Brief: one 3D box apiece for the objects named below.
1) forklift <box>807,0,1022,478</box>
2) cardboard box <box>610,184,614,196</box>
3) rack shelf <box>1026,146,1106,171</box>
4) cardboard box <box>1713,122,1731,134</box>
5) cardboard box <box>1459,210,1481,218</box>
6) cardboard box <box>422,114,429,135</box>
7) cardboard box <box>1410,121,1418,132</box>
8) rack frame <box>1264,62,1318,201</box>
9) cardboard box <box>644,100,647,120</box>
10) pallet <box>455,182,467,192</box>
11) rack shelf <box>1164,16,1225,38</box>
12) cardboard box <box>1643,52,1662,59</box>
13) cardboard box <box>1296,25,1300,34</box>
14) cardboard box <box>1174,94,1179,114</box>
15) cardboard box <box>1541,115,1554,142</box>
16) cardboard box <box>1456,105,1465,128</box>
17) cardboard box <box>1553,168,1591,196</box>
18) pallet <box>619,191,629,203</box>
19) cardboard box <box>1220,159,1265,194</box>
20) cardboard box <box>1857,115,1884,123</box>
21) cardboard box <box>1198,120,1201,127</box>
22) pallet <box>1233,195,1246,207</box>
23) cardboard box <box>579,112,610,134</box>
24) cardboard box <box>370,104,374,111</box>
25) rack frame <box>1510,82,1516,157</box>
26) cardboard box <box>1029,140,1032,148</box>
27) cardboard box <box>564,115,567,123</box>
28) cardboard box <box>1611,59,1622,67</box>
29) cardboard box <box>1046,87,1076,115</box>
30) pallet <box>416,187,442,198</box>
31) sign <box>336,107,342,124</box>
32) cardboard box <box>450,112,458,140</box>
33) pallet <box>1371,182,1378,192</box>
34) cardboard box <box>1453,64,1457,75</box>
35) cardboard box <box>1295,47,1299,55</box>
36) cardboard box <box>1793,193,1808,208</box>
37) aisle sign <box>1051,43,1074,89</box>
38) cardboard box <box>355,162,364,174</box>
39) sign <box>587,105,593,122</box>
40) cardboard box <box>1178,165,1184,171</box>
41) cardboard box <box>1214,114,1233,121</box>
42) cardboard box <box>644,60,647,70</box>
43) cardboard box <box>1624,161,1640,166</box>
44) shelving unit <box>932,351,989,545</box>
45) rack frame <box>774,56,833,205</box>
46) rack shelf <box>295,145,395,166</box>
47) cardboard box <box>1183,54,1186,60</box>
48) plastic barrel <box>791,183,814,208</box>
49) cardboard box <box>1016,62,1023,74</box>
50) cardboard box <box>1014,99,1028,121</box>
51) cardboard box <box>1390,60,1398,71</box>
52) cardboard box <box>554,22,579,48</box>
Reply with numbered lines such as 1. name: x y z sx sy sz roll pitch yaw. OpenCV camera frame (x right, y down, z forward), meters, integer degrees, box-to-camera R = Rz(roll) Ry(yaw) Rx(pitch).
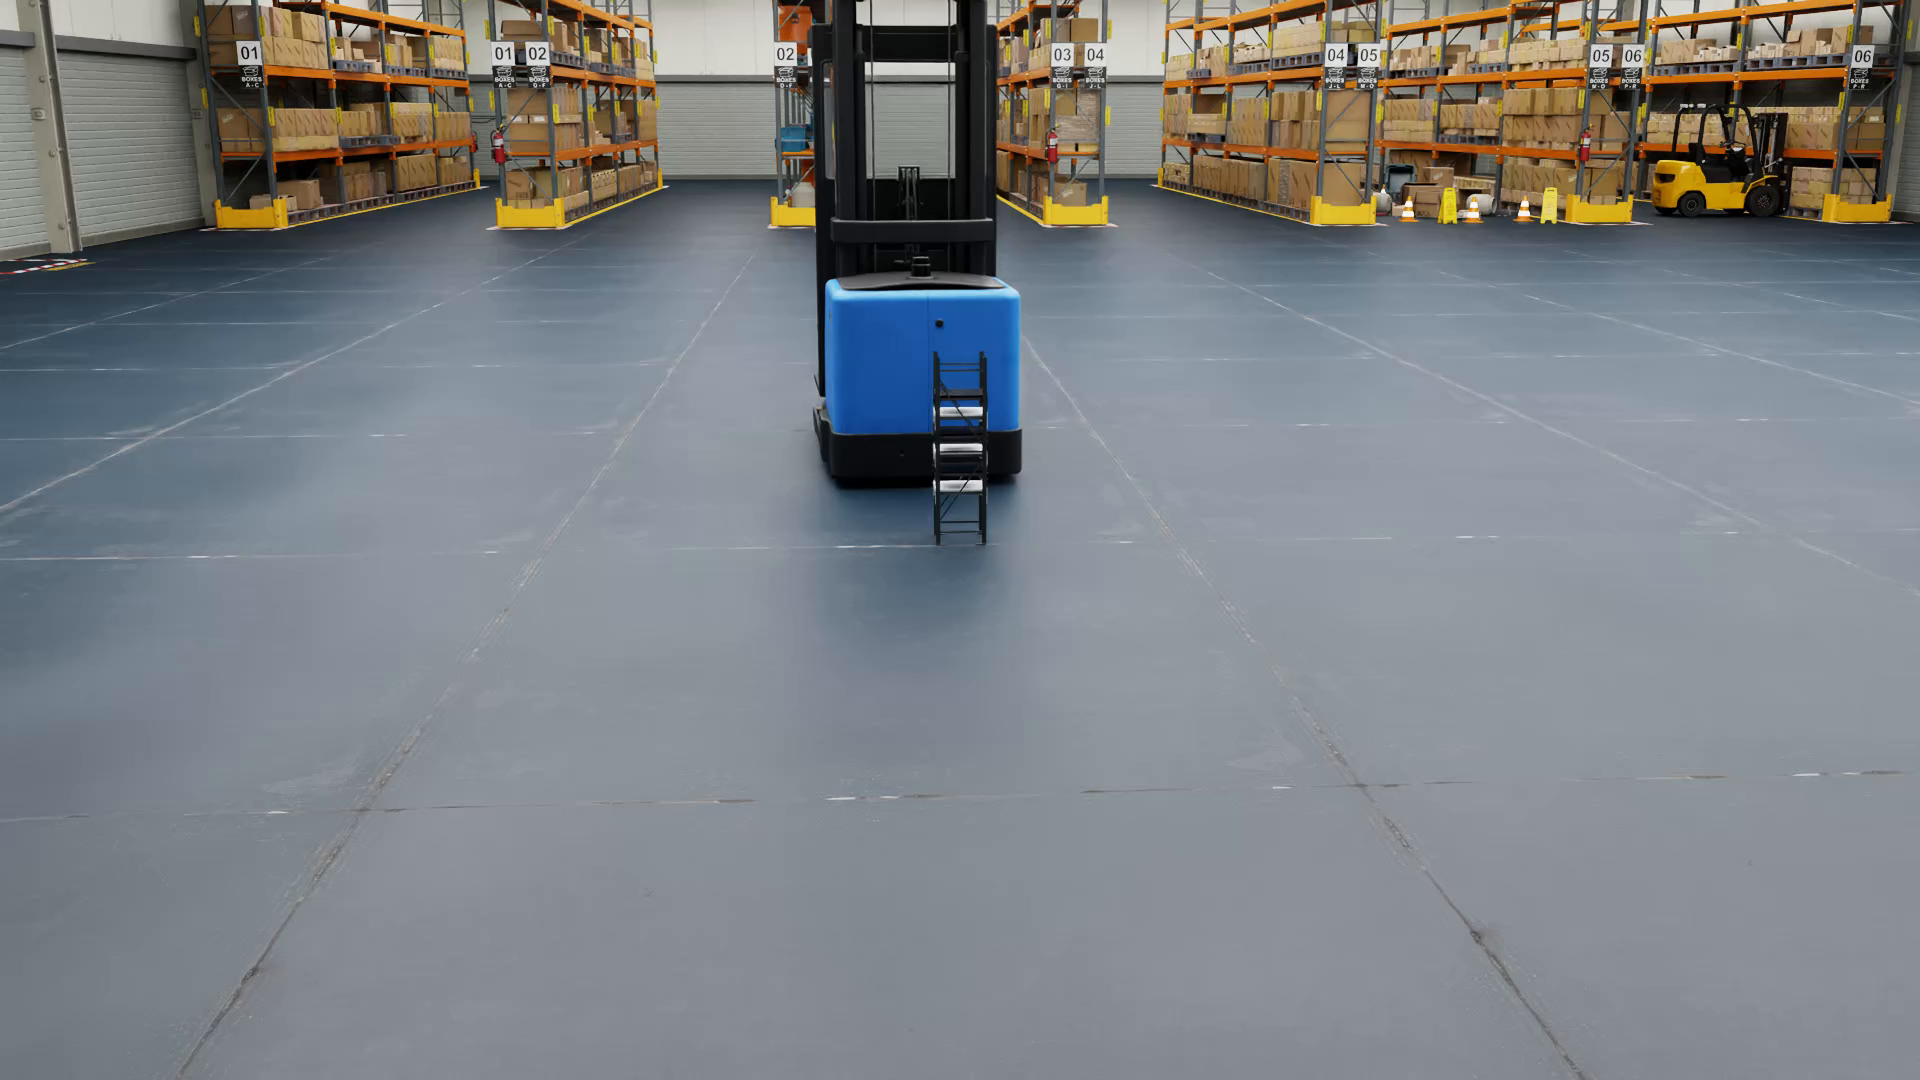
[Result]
1. forklift: -0.356 -2.073 10.202 1.130 2.935 3.031 -2 15 -7
2. cardboard box: -7.935 -7.734 36.741 0.500 0.250 0.500 -1 14 -4
3. rack shelf: 2.013 -7.429 32.323 1.077 0.370 4.000 -1 14 -3
4. cardboard box: 16.448 -8.793 35.479 0.500 0.250 0.500 -1 14 -5
5. cardboard box: 9.930 -6.347 32.395 0.380 0.149 0.250 7 16 26
6. cardboard box: -13.117 -9.999 40.032 0.500 0.500 0.500 -1 14 -3
7. cardboard box: 11.161 -9.963 40.026 0.500 0.250 0.500 -1 14 -5
8. rack frame: 6.846 -8.326 34.367 1.000 3.000 0.127 -1 14 -3
9. cardboard box: -8.306 -11.023 42.640 0.500 0.500 0.500 -1 14 -5
10. pallet: -13.486 -9.179 43.277 1.003 0.211 1.213 -1 14 -3
11. rack shelf: 6.226 -13.368 43.375 1.077 0.370 4.000 -1 14 -3
12. cardboard box: 16.169 -11.298 38.802 0.380 0.149 0.250 0 14 -2
13. cardboard box: 6.639 -9.758 31.773 0.380 0.149 0.250 -1 14 -3
14. cardboard box: 5.948 -11.490 43.858 0.500 0.500 0.500 -1 14 -5
15. cardboard box: 11.665 -8.005 32.322 0.500 0.500 0.500 -1 14 -4
16. cardboard box: 11.408 -9.441 37.061 0.500 0.500 0.500 -1 14 -2
17. cardboard box: 11.718 -6.863 31.851 0.500 0.500 0.500 -1 14 -3
18. pallet: -8.255 -7.953 38.514 1.003 0.211 1.213 -1 14 -3
19. cardboard box: 6.546 -8.282 37.867 1.050 0.750 0.750 -1 14 -4
20. cardboard box: 17.219 -7.961 31.447 0.380 0.149 0.250 -1 14 -5
21. cardboard box: 6.002 -10.110 40.365 0.380 0.149 0.250 -1 14 -4
22. pallet: 6.644 -7.471 36.638 1.003 0.211 1.213 -1 14 -3
23. cardboard box: -8.398 -9.524 37.980 0.700 0.500 0.500 -6 16 -22
24. cardboard box: -13.139 -9.530 36.662 0.380 0.149 0.250 -3 15 -11
25. rack frame: 15.990 -11.490 46.662 1.000 3.000 0.127 -1 14 -3
26. cardboard box: 1.604 -8.033 33.730 0.380 0.149 0.250 -1 14 -3
27. cardboard box: -7.655 -7.974 31.494 0.380 0.149 0.250 -1 14 -3
28. cardboard box: 12.331 -8.851 30.893 0.380 0.149 0.250 -1 14 -3
29. cardboard box: 1.856 -8.090 30.643 0.500 0.500 0.500 -1 14 -3
30. pallet: -13.315 -8.494 40.614 1.003 0.211 1.213 -1 14 -3
31. sign: -12.401 -8.475 33.207 0.100 0.325 0.005 -1 14 -3
32. cardboard box: -13.550 -10.678 42.905 0.980 0.700 0.700 -2 15 -6
33. pallet: 11.315 -9.257 43.581 1.003 0.211 1.213 -1 14 -3
34. cardboard box: 11.398 -10.666 37.709 0.396 0.266 0.258 -1 14 -3
35. cardboard box: 6.641 -9.371 31.868 0.380 0.149 0.250 -1 14 -3
36. cardboard box: 16.616 -6.618 32.403 0.500 0.250 0.500 -1 14 -3
37. aisle sign: 1.841 -8.519 29.899 0.394 0.787 0.004 -1 14 -3
38. cardboard box: -13.084 -7.957 35.560 0.500 0.250 0.500 -1 14 -4
39. sign: -7.445 -8.589 33.493 0.100 0.325 0.005 -1 14 -3
40. cardboard box: 5.943 -9.767 43.653 0.380 0.149 0.250 -2 15 -6
41. cardboard box: 6.110 -9.806 38.584 0.380 0.149 0.250 -1 15 -6
42. cardboard box: -8.360 -12.232 42.827 0.500 0.250 0.500 -1 14 -3
43. cardboard box: 16.155 -8.993 39.832 0.380 0.149 0.250 -2 15 -6
44. shelving unit: 0.000 -0.438 7.922 0.258 0.900 0.210 -1 14 -3
45. rack frame: -2.807 -7.203 30.003 1.000 3.000 0.127 -1 14 -3
46. rack shelf: -13.066 -8.194 35.298 1.077 0.370 4.000 -1 14 -3
47. cardboard box: 5.985 -12.464 42.926 0.380 0.149 0.250 -1 15 -6
48. plastic barrel: -2.924 -6.364 30.893 0.421 0.512 0.421 0 14 0
49. cardboard box: 1.489 -10.273 36.216 0.500 0.250 0.500 -1 14 -2
50. cardboard box: 1.612 -9.986 38.604 0.797 0.503 0.637 0 14 -2
51. cardboard box: 10.966 -11.878 41.580 0.396 0.266 0.258 -1 14 -4
52. cardboard box: -7.997 -10.223 33.674 0.500 0.500 0.500 -1 14 -3
